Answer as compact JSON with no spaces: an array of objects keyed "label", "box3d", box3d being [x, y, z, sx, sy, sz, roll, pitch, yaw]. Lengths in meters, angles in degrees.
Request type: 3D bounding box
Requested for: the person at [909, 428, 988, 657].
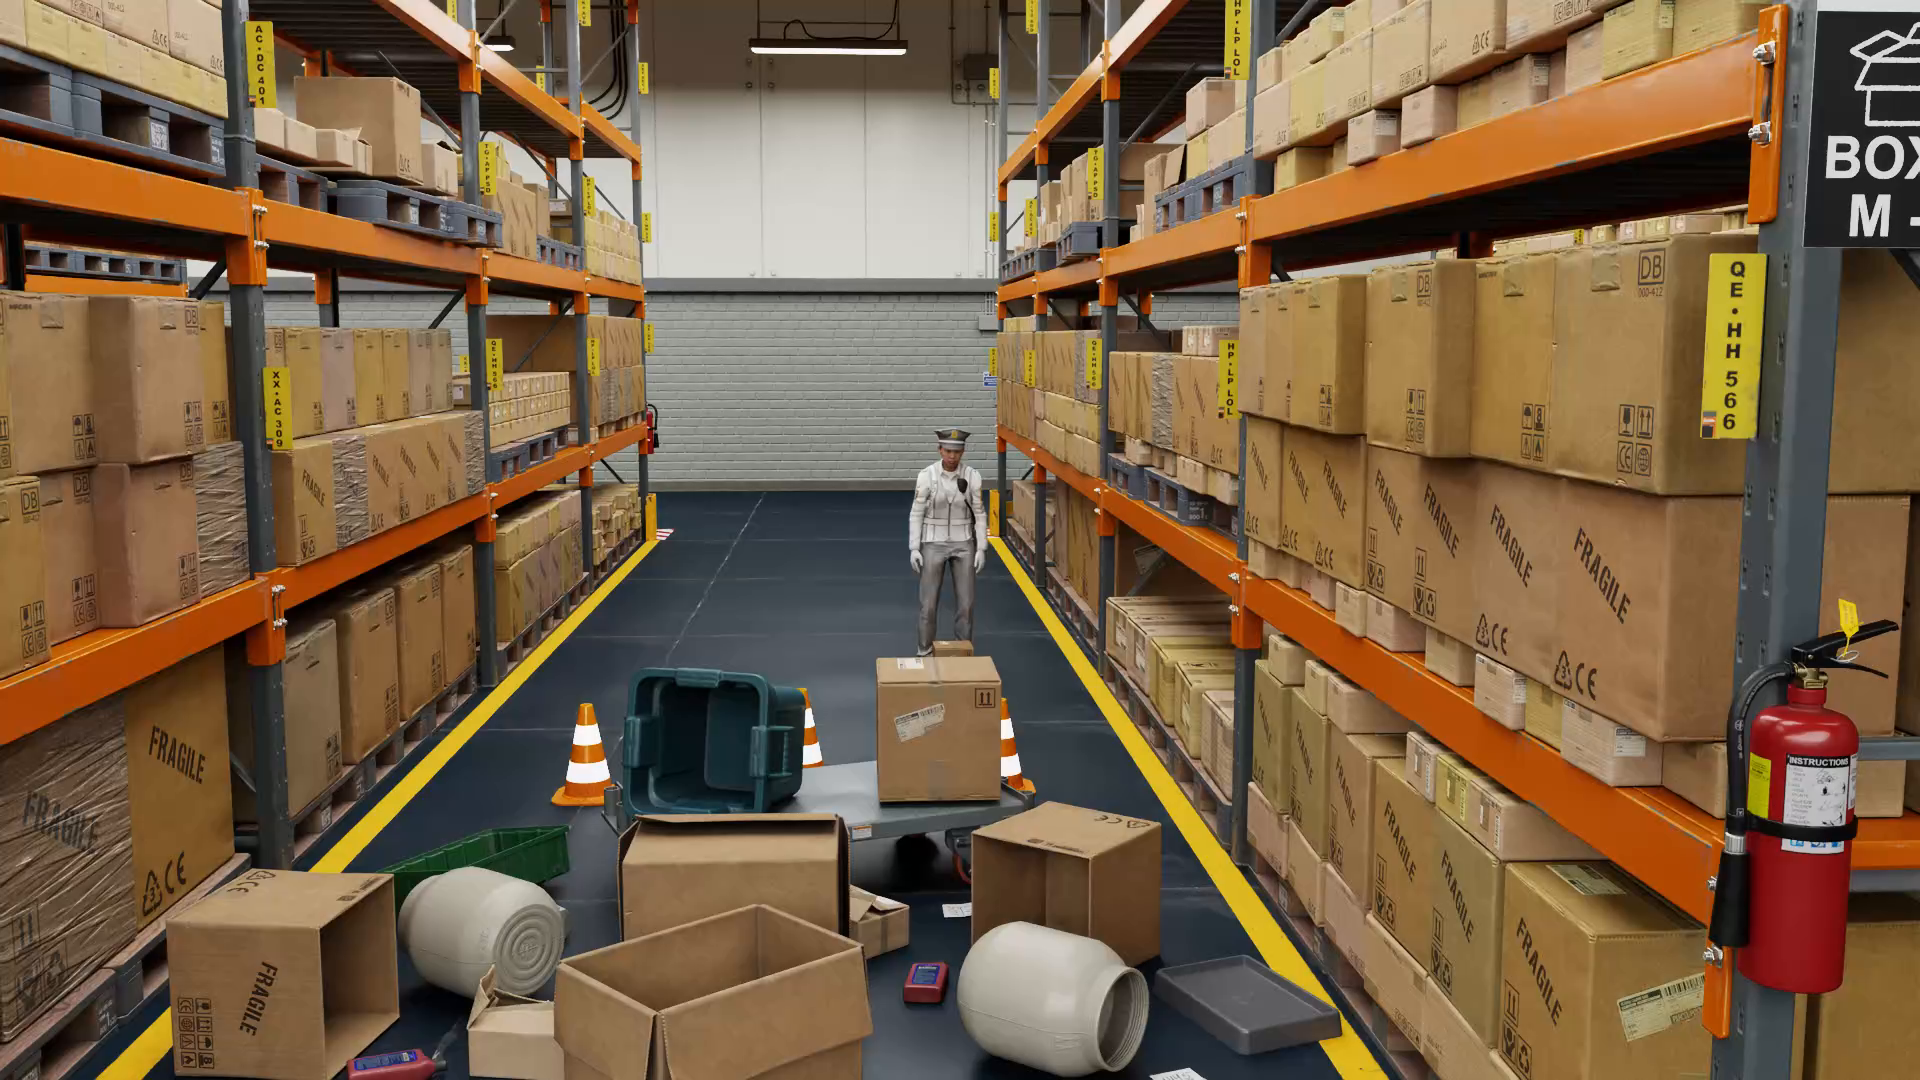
[{"label":"person","box3d":[-0.077,0.079,11.089,0.526,1.663,0.375,-1,7,-4]}]
